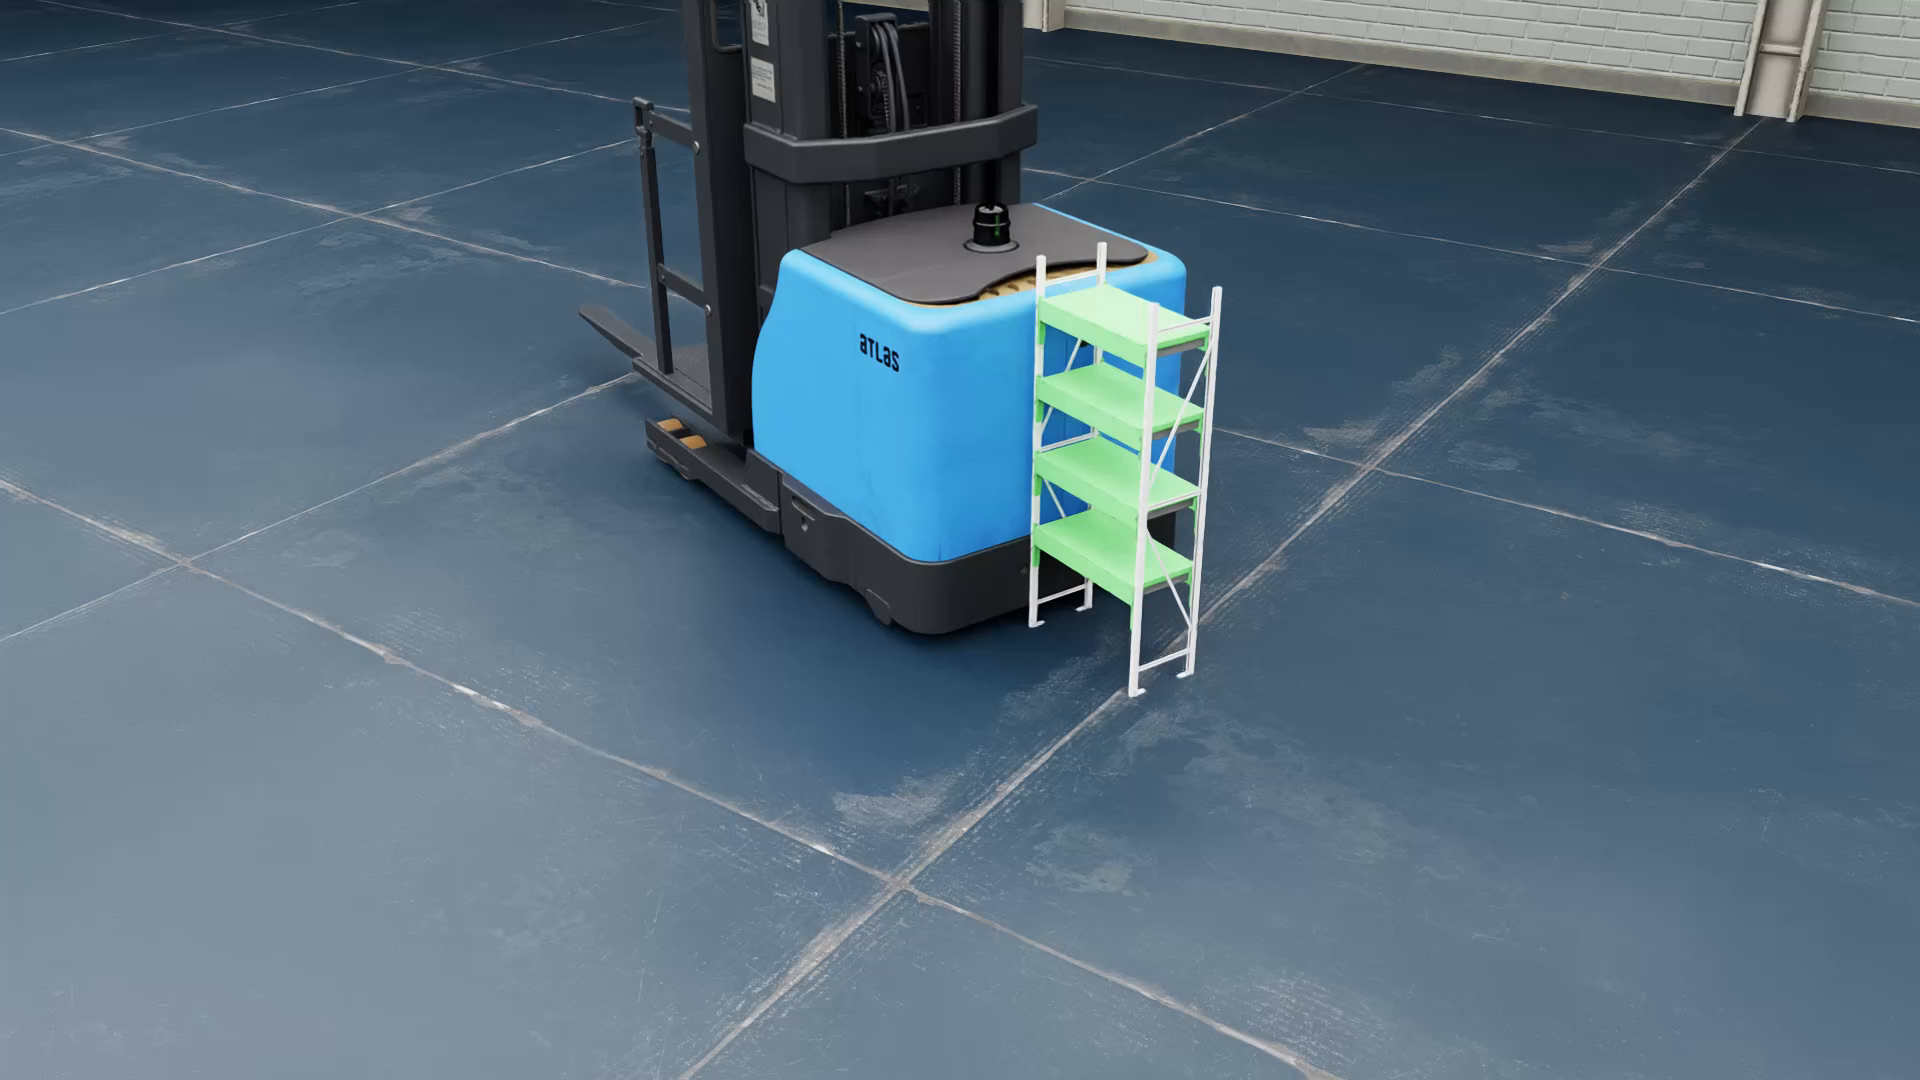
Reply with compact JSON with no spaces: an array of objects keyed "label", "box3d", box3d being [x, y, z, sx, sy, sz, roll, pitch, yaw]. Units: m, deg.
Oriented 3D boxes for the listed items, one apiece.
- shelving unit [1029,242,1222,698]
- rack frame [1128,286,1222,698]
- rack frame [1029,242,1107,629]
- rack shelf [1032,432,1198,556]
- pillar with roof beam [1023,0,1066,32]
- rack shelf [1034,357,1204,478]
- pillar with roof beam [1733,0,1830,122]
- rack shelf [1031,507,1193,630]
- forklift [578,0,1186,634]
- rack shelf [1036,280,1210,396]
[{"label":"shelving unit","box3d":[0.457,-0.199,4.819,0.258,1.200,0.503,-17,32,-30]},{"label":"rack frame","box3d":[0.595,-0.108,4.639,0.240,1.200,0.015,-17,32,-30]},{"label":"rack frame","box3d":[0.319,-0.290,4.998,0.240,1.200,0.015,-17,32,-30]},{"label":"rack shelf","box3d":[0.457,-0.142,4.847,0.258,0.148,0.480,-17,32,-30]},{"label":"pillar with roof beam","box3d":[-1.759,-6.902,9.390,0.400,9.000,9.100,17,32,30]},{"label":"rack shelf","box3d":[0.457,-0.356,4.739,0.258,0.148,0.480,-17,32,-30]},{"label":"pillar with roof beam","box3d":[3.187,-5.361,6.363,0.400,9.000,9.100,17,32,30]},{"label":"rack shelf","box3d":[0.457,0.072,4.956,0.258,0.148,0.480,-17,32,-30]},{"label":"forklift","box3d":[-0.535,-1.638,5.737,1.130,2.935,3.031,-17,32,-30]},{"label":"rack shelf","box3d":[0.457,-0.570,4.630,0.258,0.148,0.480,-17,32,-30]}]
